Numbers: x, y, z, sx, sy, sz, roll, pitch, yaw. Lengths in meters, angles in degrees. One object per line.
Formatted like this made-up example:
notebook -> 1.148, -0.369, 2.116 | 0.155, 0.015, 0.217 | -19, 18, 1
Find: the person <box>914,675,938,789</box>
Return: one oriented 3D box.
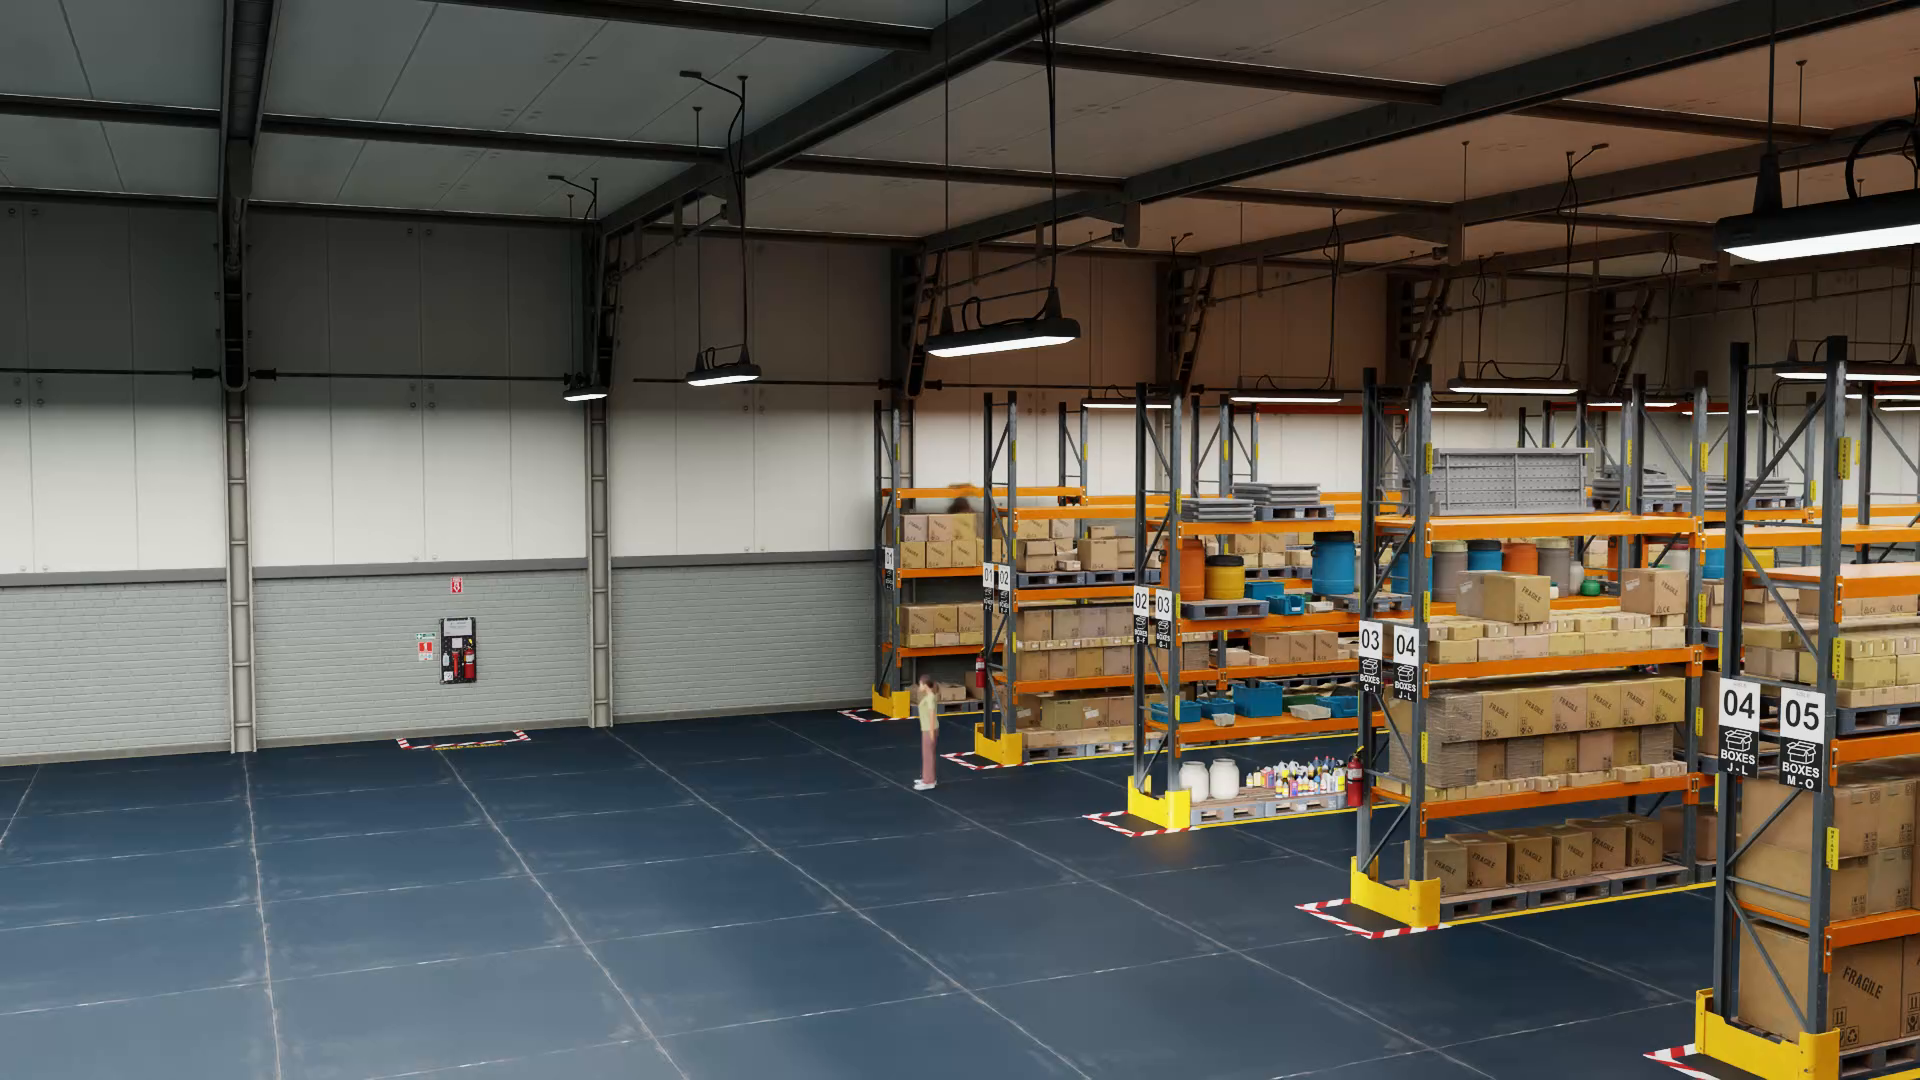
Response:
person -> -0.507, 2.868, 24.974 | 0.391, 1.675, 0.528 | 0, 3, 4
